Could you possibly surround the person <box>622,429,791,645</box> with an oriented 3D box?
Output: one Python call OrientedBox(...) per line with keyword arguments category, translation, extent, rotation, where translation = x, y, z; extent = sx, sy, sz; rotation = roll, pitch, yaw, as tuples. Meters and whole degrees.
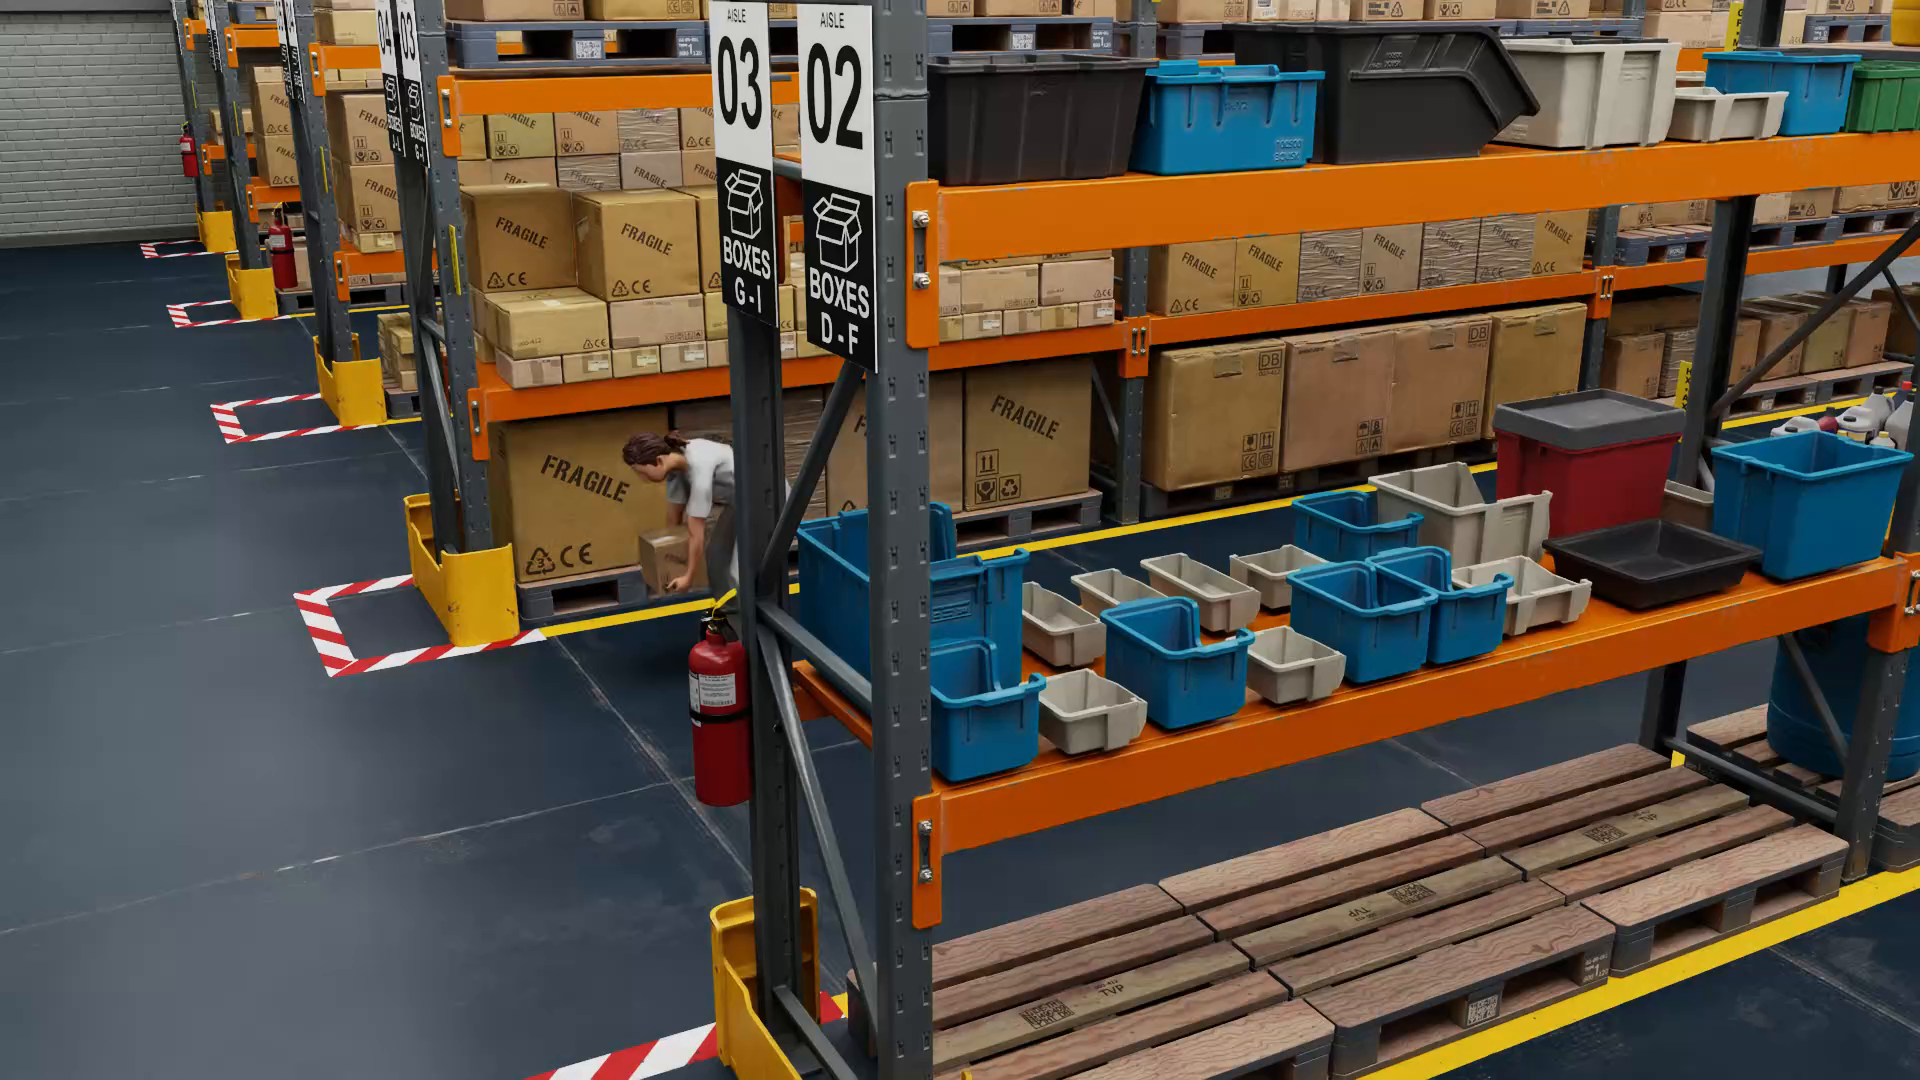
OrientedBox(category="person", translation=(-1.222, 0.025, 8.167), extent=(0.828, 1.246, 0.423), rotation=(-11, 21, -29))
